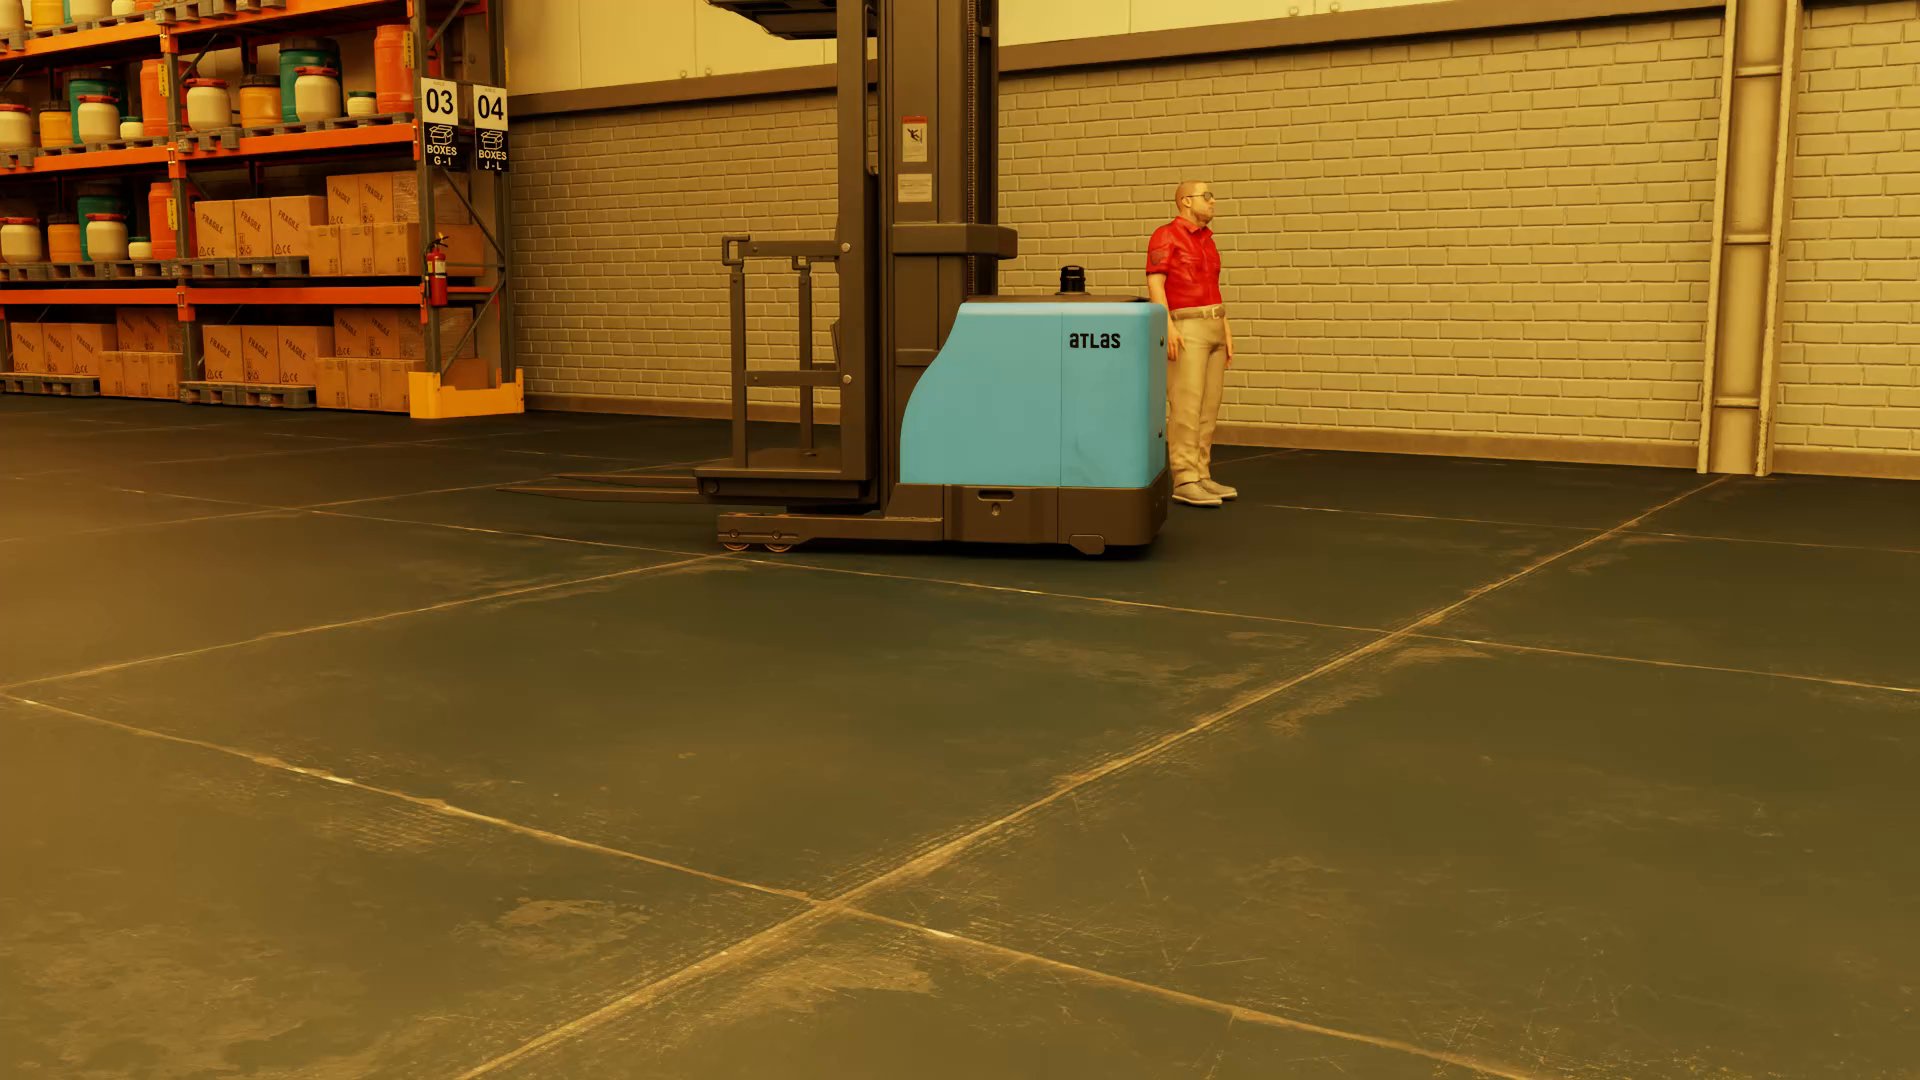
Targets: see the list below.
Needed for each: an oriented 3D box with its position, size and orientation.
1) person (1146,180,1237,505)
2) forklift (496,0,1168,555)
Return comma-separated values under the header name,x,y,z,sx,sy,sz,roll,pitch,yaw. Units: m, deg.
name,x,y,z,sx,sy,sz,roll,pitch,yaw
person,1.341,-1.084,9.037,0.551,1.727,0.640,7,11,41
forklift,-0.596,-1.469,7.520,3.031,2.935,1.130,2,8,12
